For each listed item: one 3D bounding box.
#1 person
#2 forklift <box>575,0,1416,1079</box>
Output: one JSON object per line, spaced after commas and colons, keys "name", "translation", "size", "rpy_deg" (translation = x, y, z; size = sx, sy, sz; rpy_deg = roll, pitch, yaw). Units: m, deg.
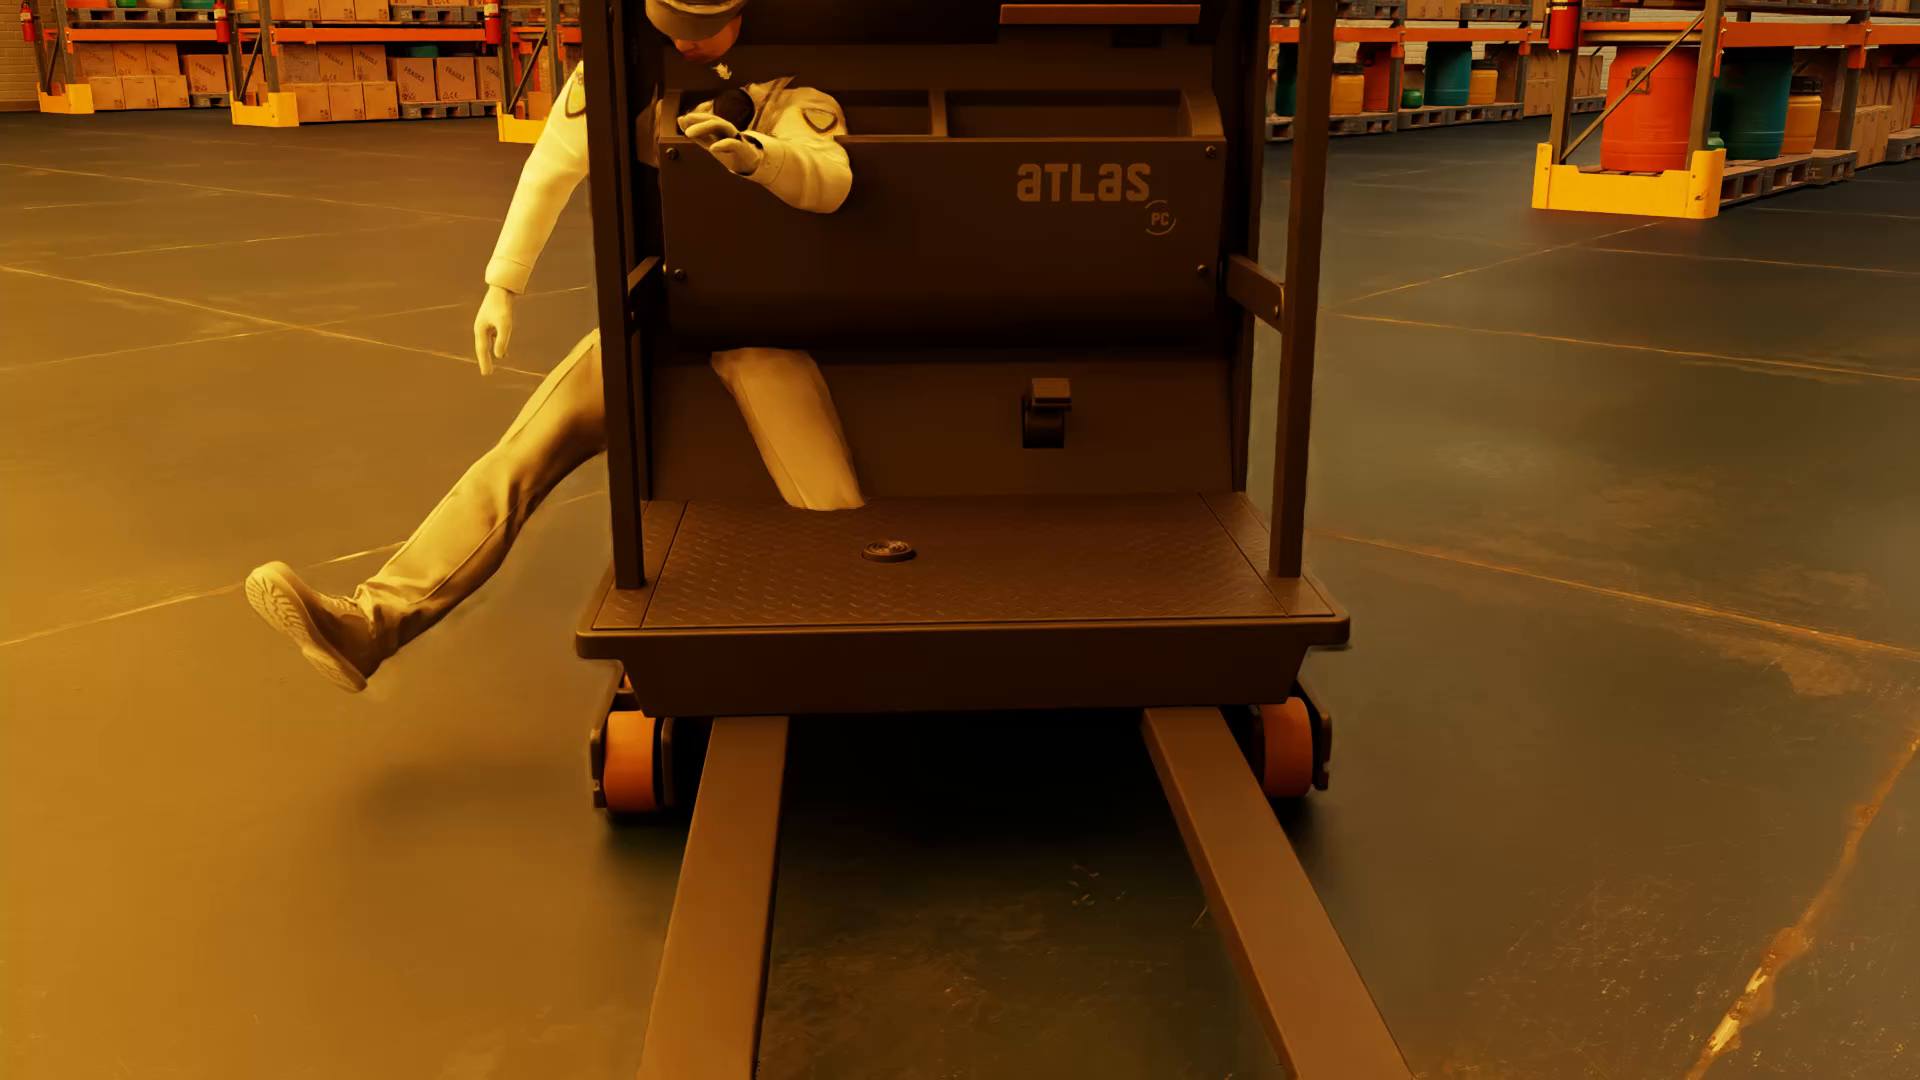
{"name": "person", "translation": [-0.468, -0.371, 2.733], "size": [0.986, 1.368, 1.135], "rpy_deg": [8, 19, 25]}
{"name": "forklift", "translation": [-0.015, -1.076, 2.441], "size": [1.130, 2.935, 3.031], "rpy_deg": [-1, 17, -3]}
